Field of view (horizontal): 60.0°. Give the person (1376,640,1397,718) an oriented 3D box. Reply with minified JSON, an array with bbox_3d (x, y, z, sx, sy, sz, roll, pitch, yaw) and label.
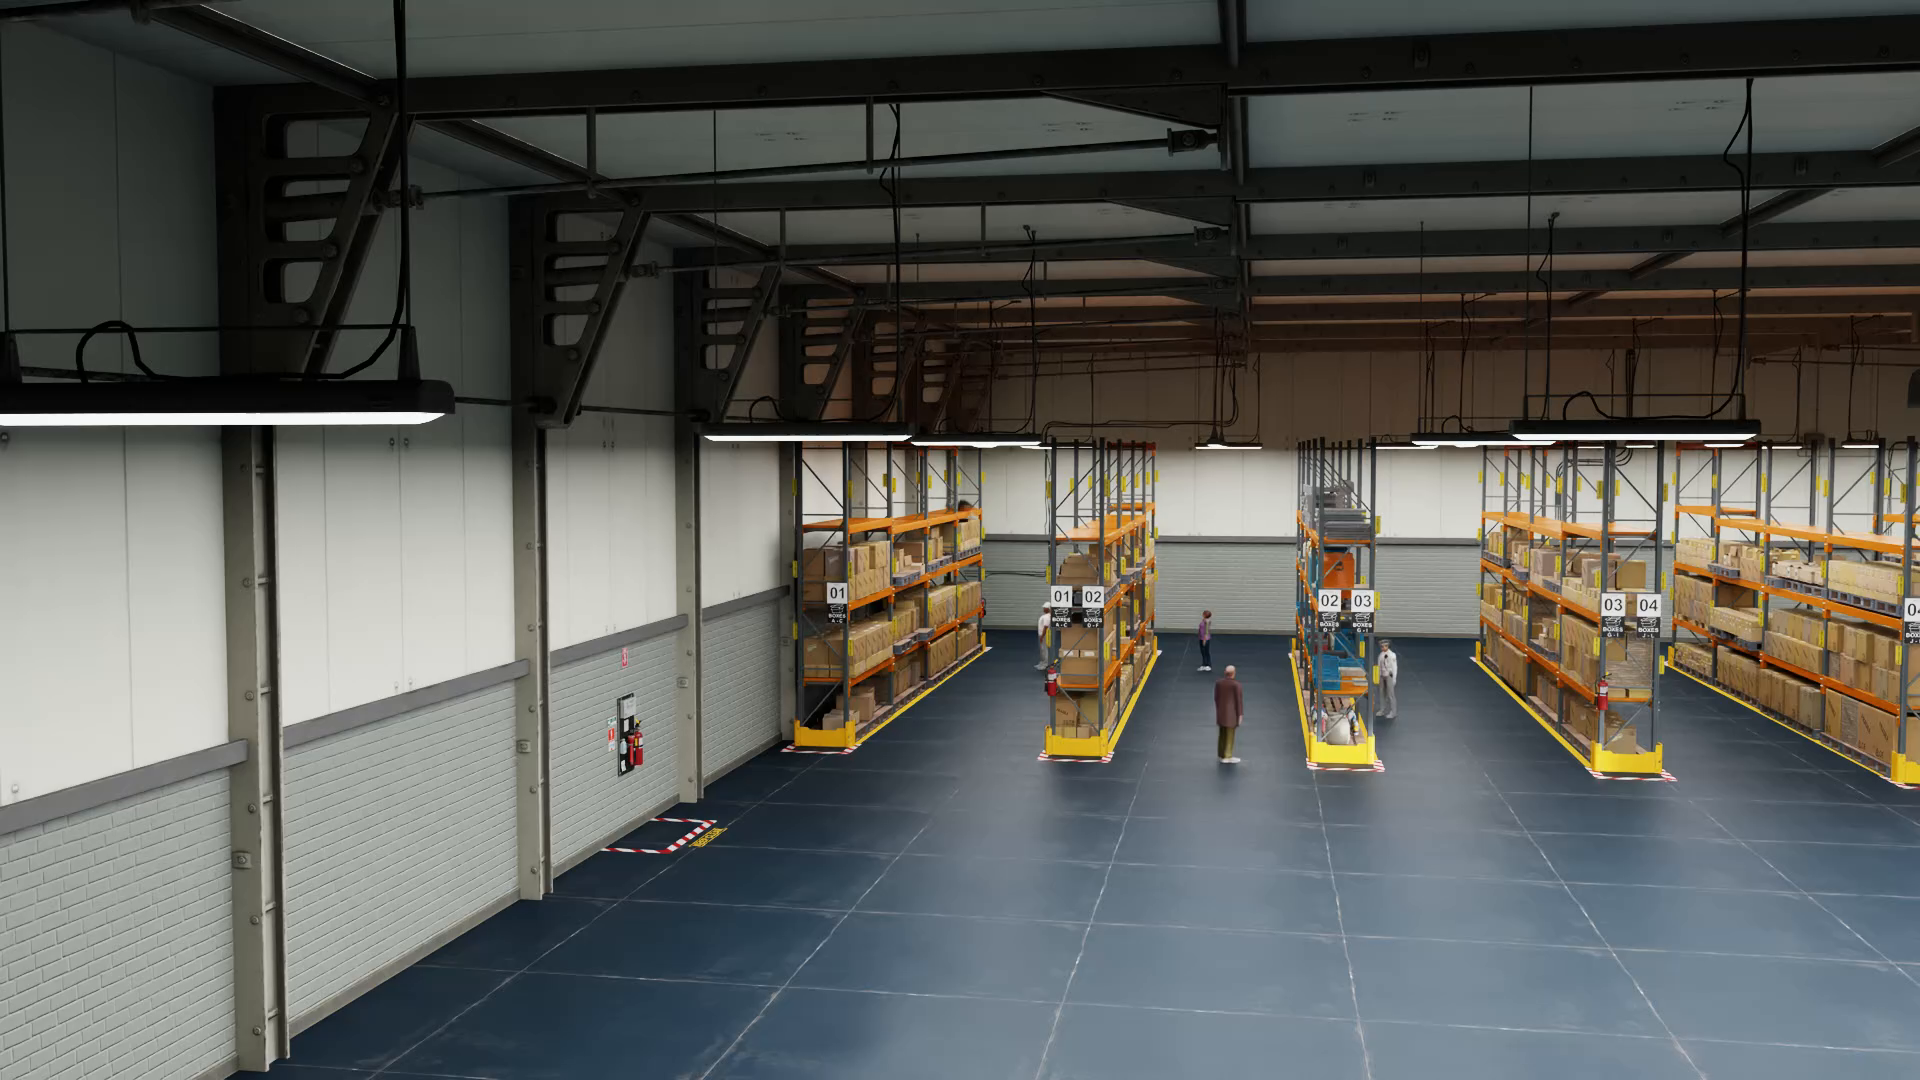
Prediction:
[{"bbox_3d":[9.222,2.987,35.953,0.363,1.665,0.554,-1,3,-22],"label":"person"}]

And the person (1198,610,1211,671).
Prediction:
[{"bbox_3d":[6.423,2.630,43.628,0.357,1.614,0.475,-1,3,-24],"label":"person"}]

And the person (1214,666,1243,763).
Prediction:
[{"bbox_3d":[4.981,3.206,30.643,0.438,1.795,0.608,-3,4,-44],"label":"person"}]

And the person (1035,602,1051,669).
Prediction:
[{"bbox_3d":[2.224,2.517,43.944,0.502,1.753,0.642,0,3,-4],"label":"person"}]
